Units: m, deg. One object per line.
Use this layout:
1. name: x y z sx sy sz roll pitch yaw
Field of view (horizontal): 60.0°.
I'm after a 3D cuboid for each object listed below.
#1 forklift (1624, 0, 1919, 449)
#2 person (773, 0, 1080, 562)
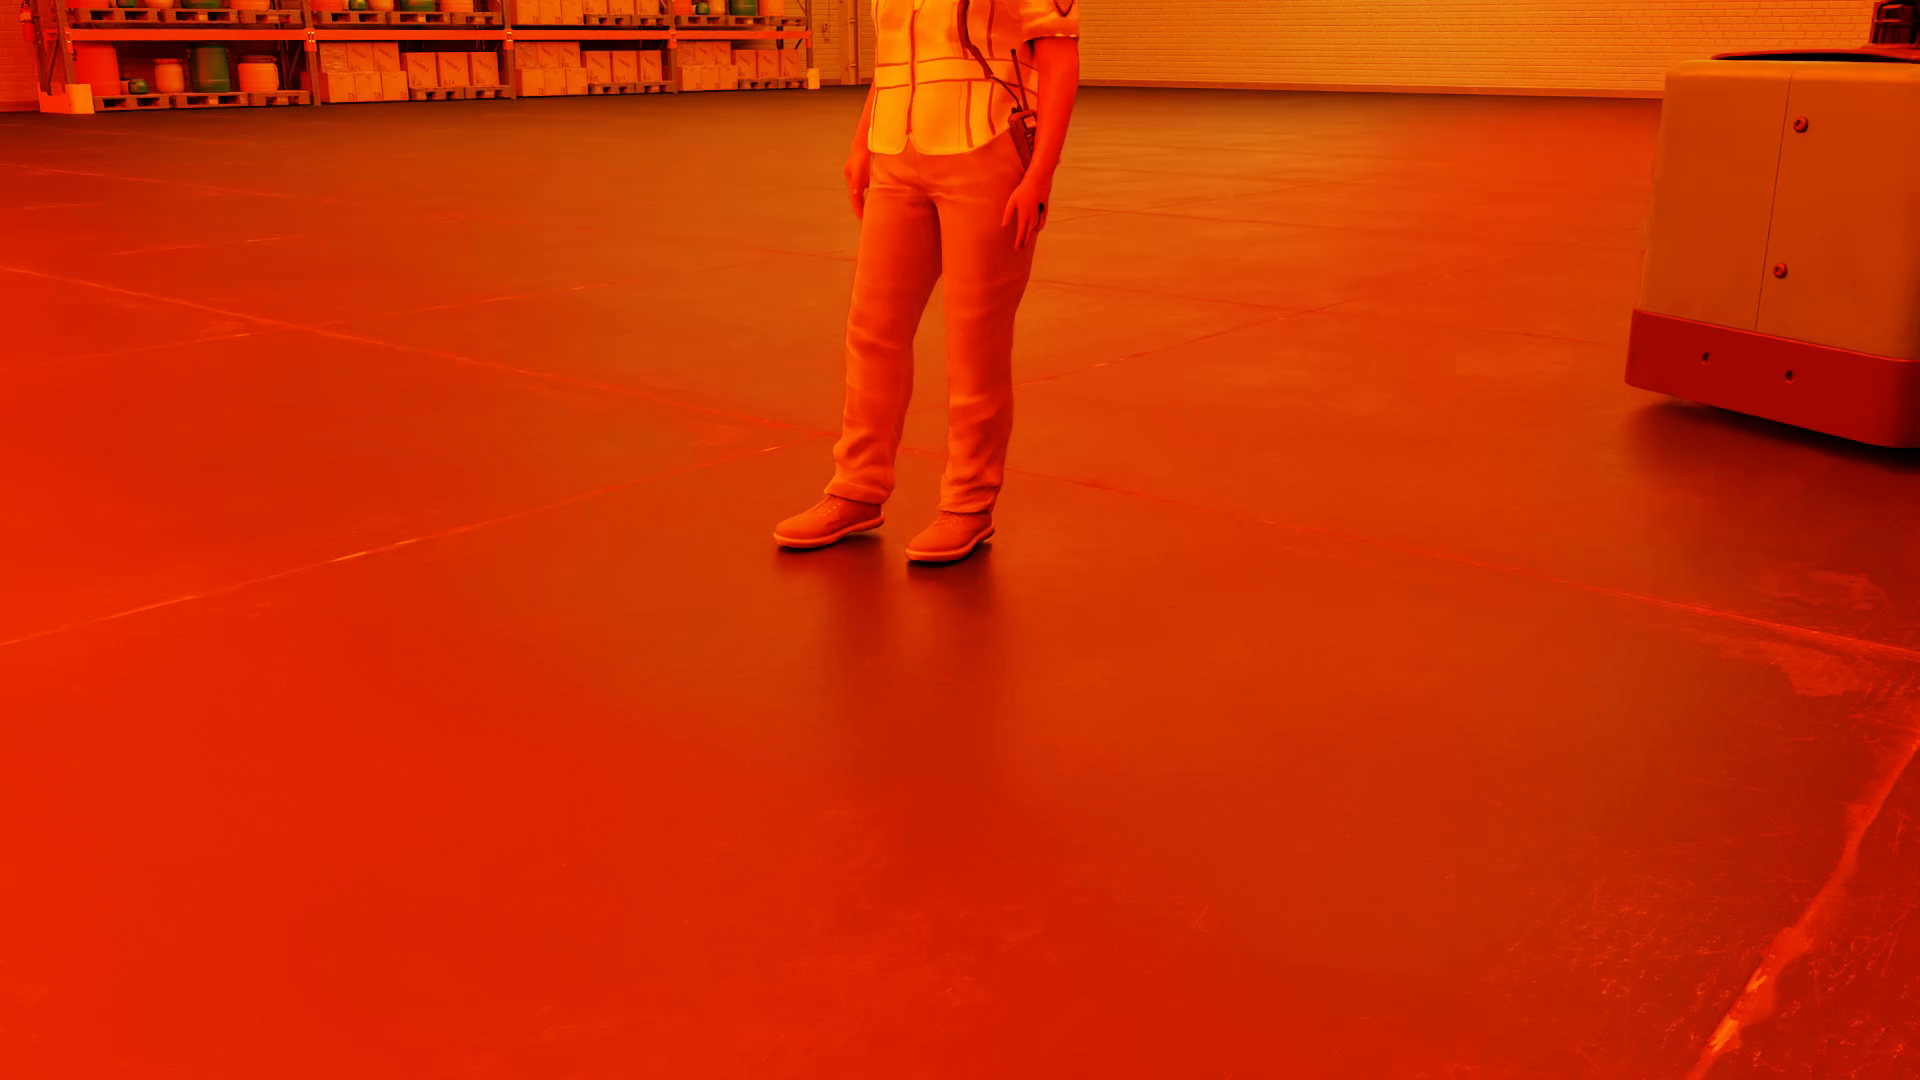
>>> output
1. forklift: 3.705 -1.887 5.112 3.031 2.935 1.130 -7 18 -23
2. person: -0.066 -0.792 3.655 0.599 1.670 0.529 13 21 37
